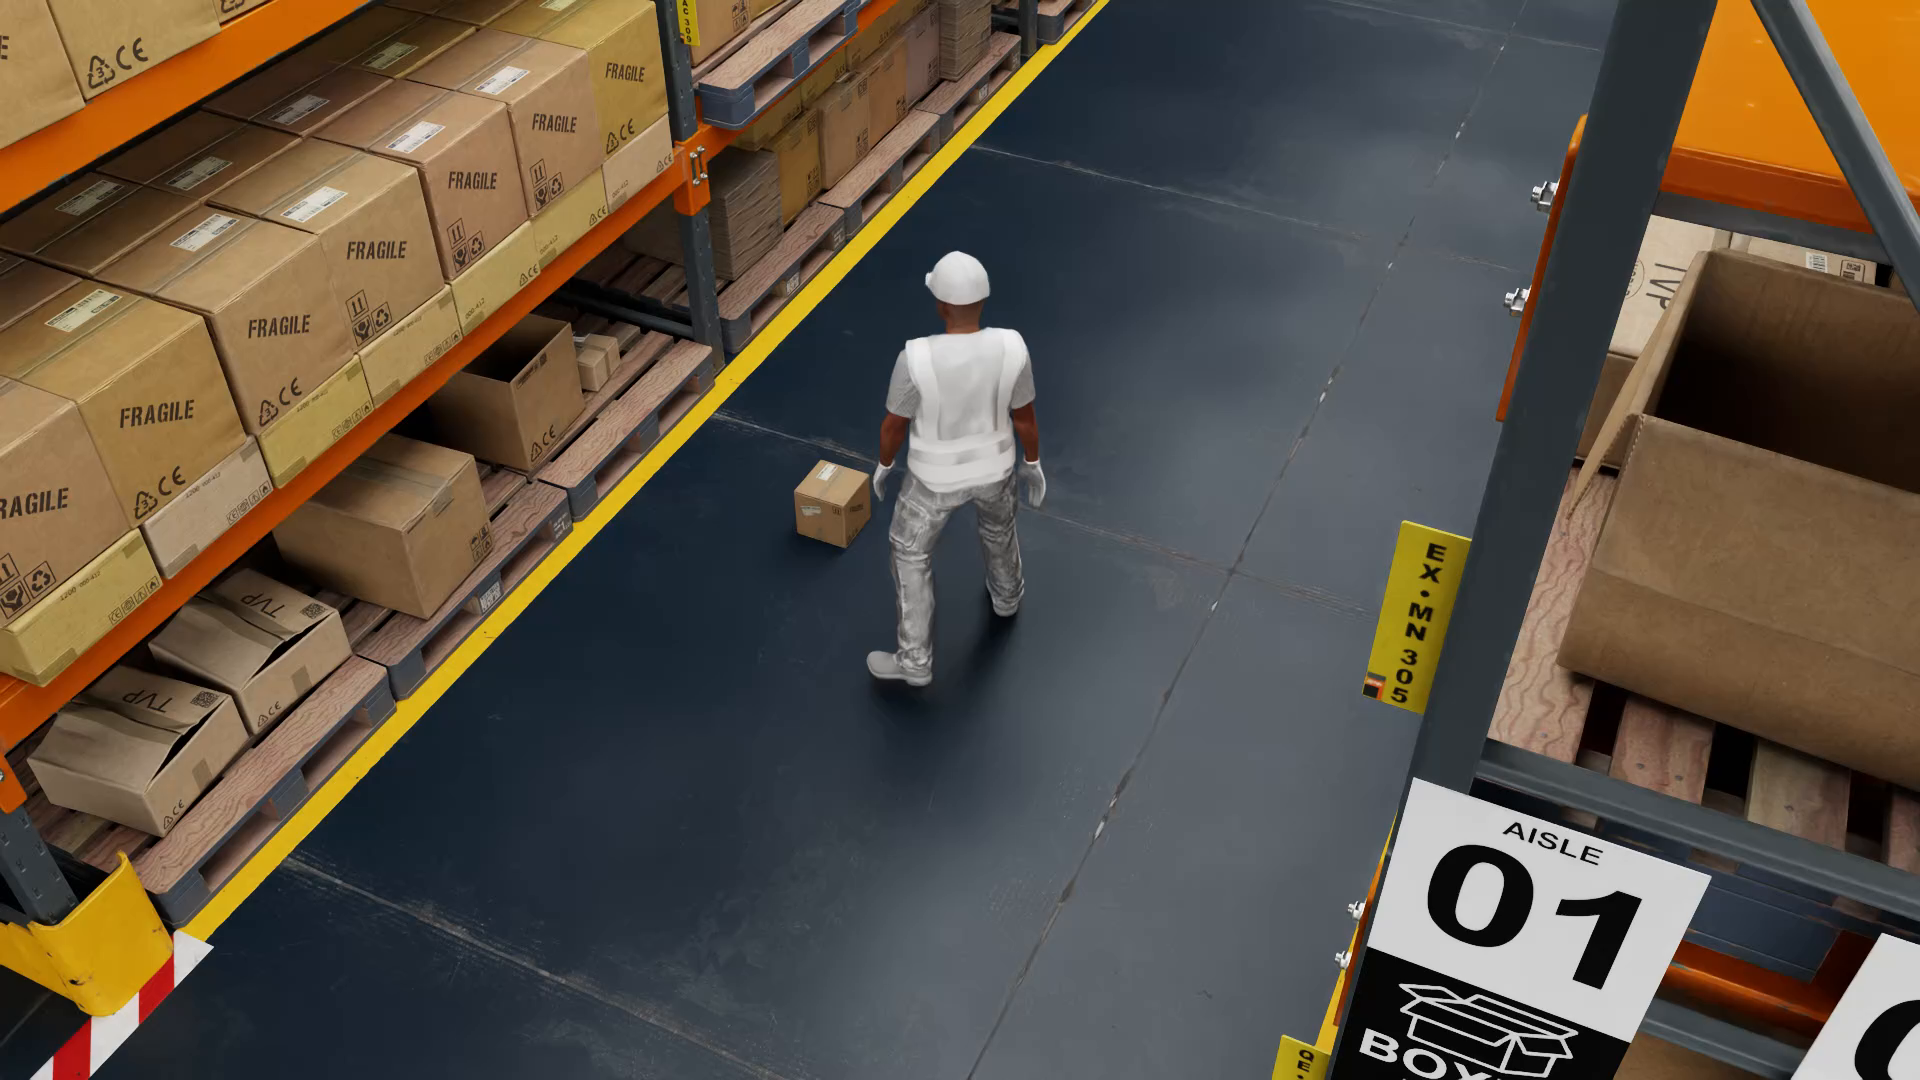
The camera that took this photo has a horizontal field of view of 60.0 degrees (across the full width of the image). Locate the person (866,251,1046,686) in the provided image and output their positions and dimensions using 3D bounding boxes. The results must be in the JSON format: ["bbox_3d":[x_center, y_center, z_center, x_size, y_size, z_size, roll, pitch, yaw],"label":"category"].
[{"bbox_3d":[-0.050,-0.254,6.424,0.765,1.774,0.675,-12,43,-13],"label":"person"}]
